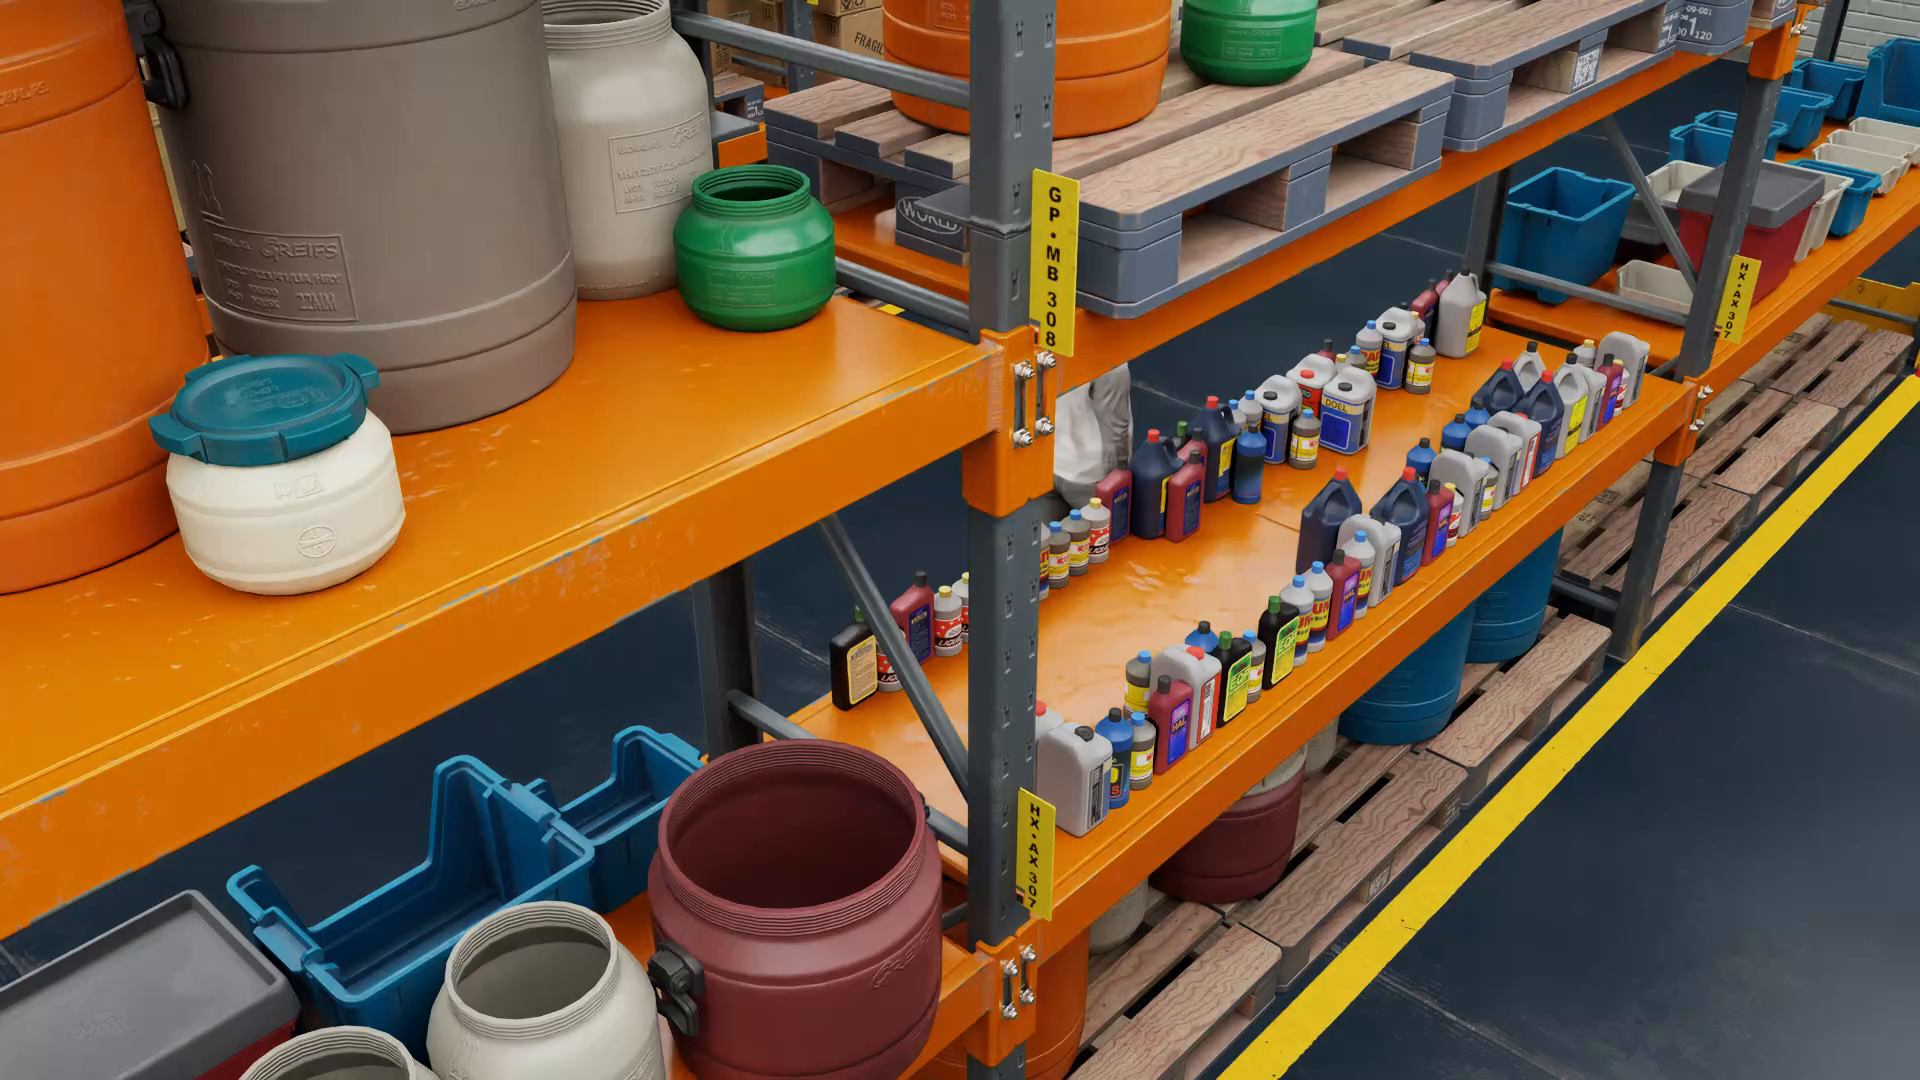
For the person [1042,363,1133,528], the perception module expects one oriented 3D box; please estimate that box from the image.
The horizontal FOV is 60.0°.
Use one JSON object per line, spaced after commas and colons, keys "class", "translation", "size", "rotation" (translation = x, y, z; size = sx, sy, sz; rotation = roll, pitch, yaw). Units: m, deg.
{"class": "person", "translation": [0.462, -0.308, 6.620], "size": [0.542, 1.776, 0.367], "rotation": [26, 40, 36]}
